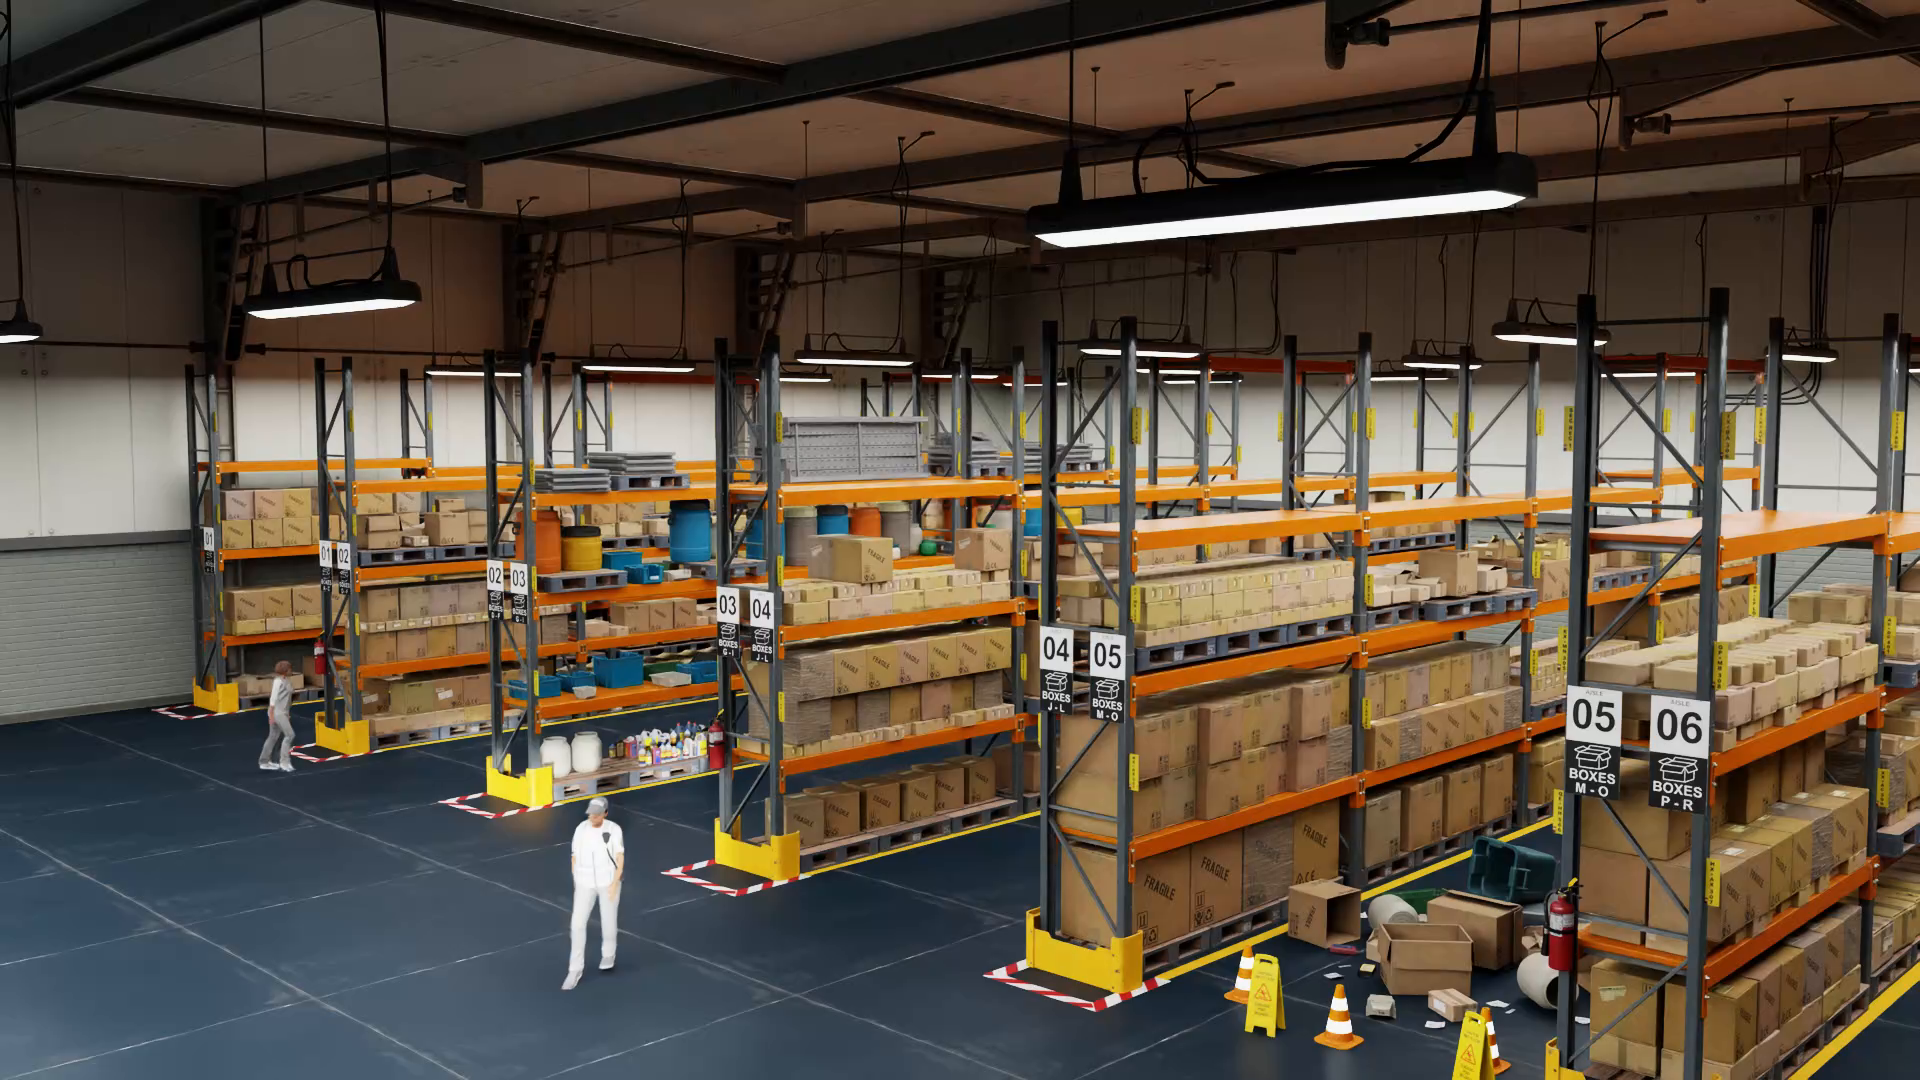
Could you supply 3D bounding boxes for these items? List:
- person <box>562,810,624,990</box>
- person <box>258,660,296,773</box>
[{"bbox_3d":[-3.344,3.187,15.221,0.538,1.656,0.737,0,4,-6],"label":"person"},{"bbox_3d":[-9.862,2.551,23.990,0.521,1.598,0.432,-1,5,-15],"label":"person"}]
